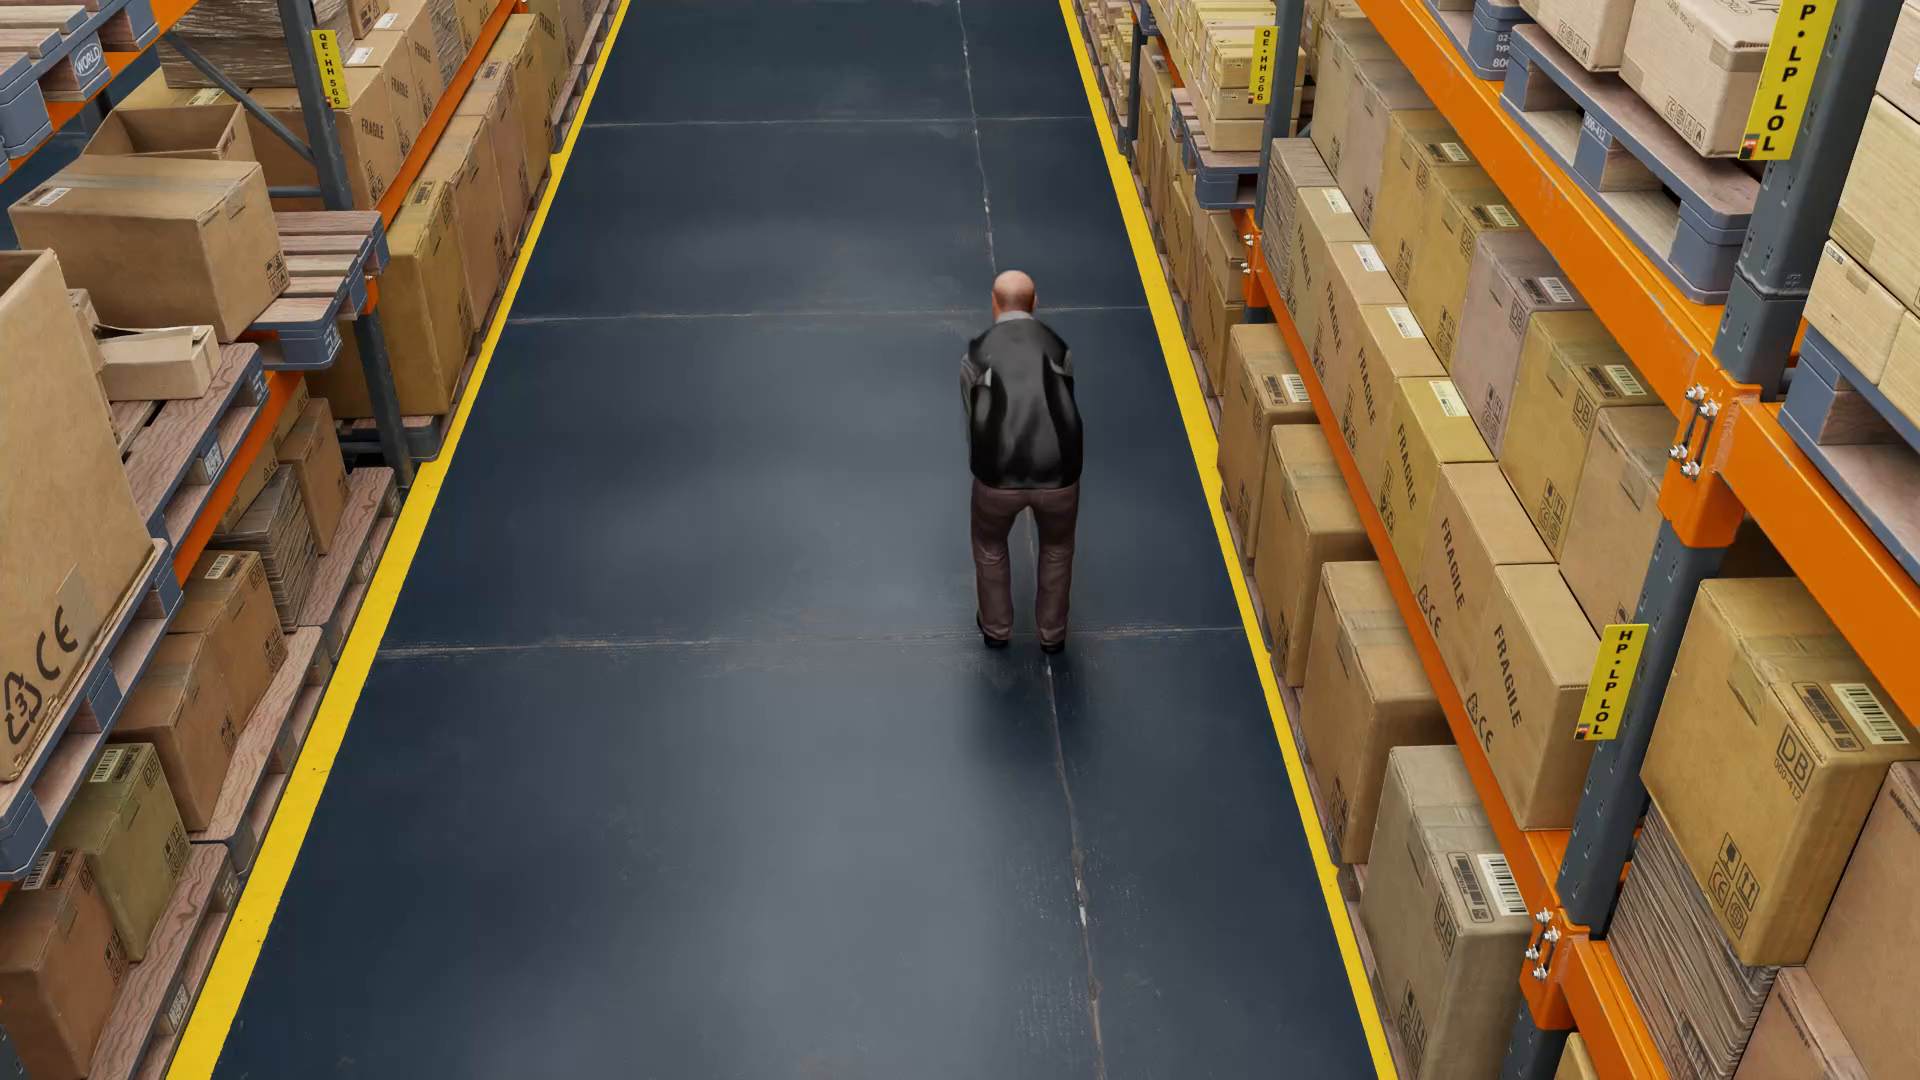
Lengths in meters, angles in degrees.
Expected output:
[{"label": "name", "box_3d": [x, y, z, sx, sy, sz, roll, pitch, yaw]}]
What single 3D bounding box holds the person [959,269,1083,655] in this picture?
[{"label": "person", "box_3d": [0.237, -0.288, 6.787, 0.466, 1.487, 0.799, -2, 35, -3]}]
